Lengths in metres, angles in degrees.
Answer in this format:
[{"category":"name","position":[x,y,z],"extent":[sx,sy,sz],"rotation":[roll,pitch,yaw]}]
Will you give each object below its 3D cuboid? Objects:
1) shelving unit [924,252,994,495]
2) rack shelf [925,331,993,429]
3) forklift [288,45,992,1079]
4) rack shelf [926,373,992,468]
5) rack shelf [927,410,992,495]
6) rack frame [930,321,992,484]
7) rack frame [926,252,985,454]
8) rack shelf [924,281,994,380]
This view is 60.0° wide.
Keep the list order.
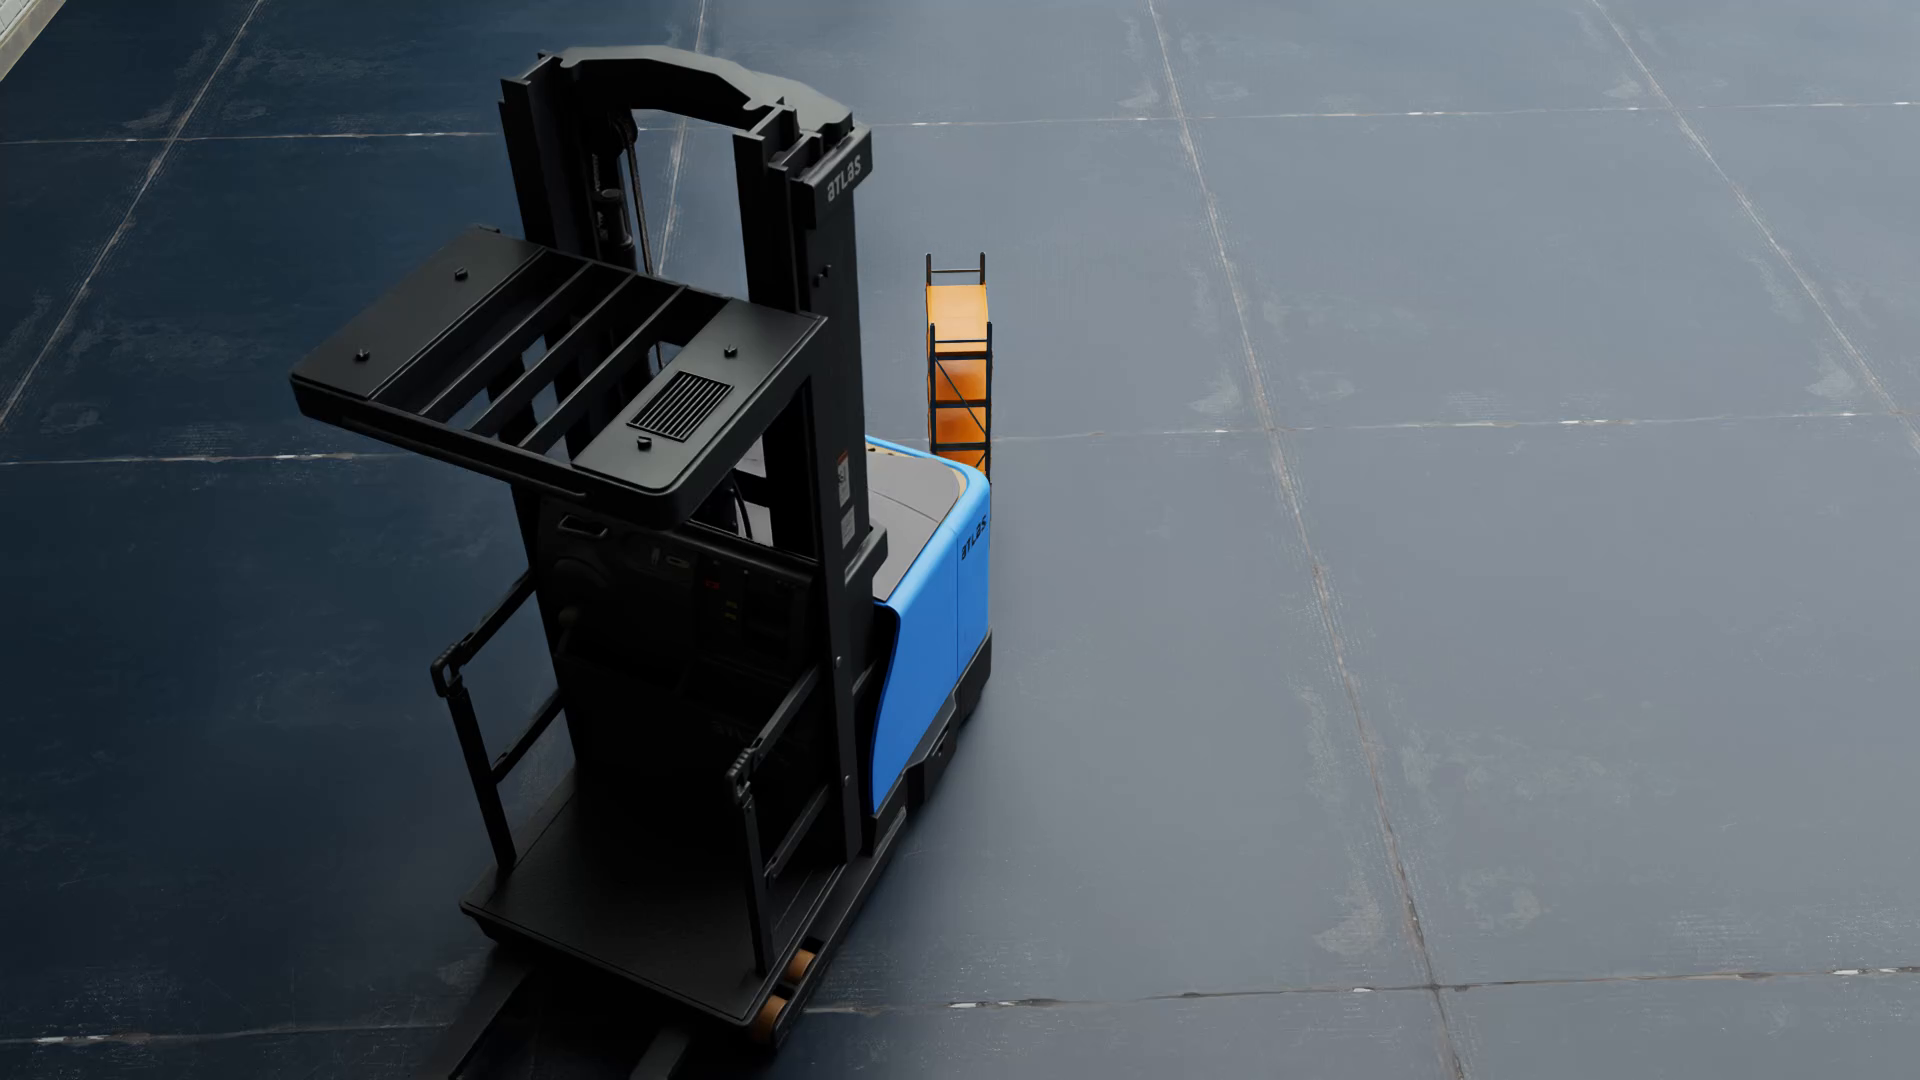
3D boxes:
[{"category":"shelving unit","position":[-0.007,-0.554,6.966],"extent":[0.258,1.200,0.503],"rotation":[-2,43,-2]},{"category":"rack shelf","position":[-0.007,-0.669,6.861],"extent":[0.258,0.148,0.480],"rotation":[-2,43,-2]},{"category":"forklift","position":[-0.951,0.233,4.826],"extent":[1.130,2.935,3.031],"rotation":[17,45,18]},{"category":"rack shelf","position":[-0.007,-0.504,7.012],"extent":[0.258,0.148,0.480],"rotation":[-2,43,-2]},{"category":"rack shelf","position":[-0.007,-0.358,7.146],"extent":[0.258,0.148,0.480],"rotation":[-2,43,-2]},{"category":"rack frame","position":[0.003,-0.389,6.787],"extent":[0.240,1.200,0.015],"rotation":[-2,43,-2]},{"category":"rack frame","position":[-0.017,-0.719,7.146],"extent":[0.240,1.200,0.015],"rotation":[-2,43,-2]},{"category":"rack shelf","position":[-0.007,-0.844,6.701],"extent":[0.258,0.148,0.480],"rotation":[-2,43,-2]}]
